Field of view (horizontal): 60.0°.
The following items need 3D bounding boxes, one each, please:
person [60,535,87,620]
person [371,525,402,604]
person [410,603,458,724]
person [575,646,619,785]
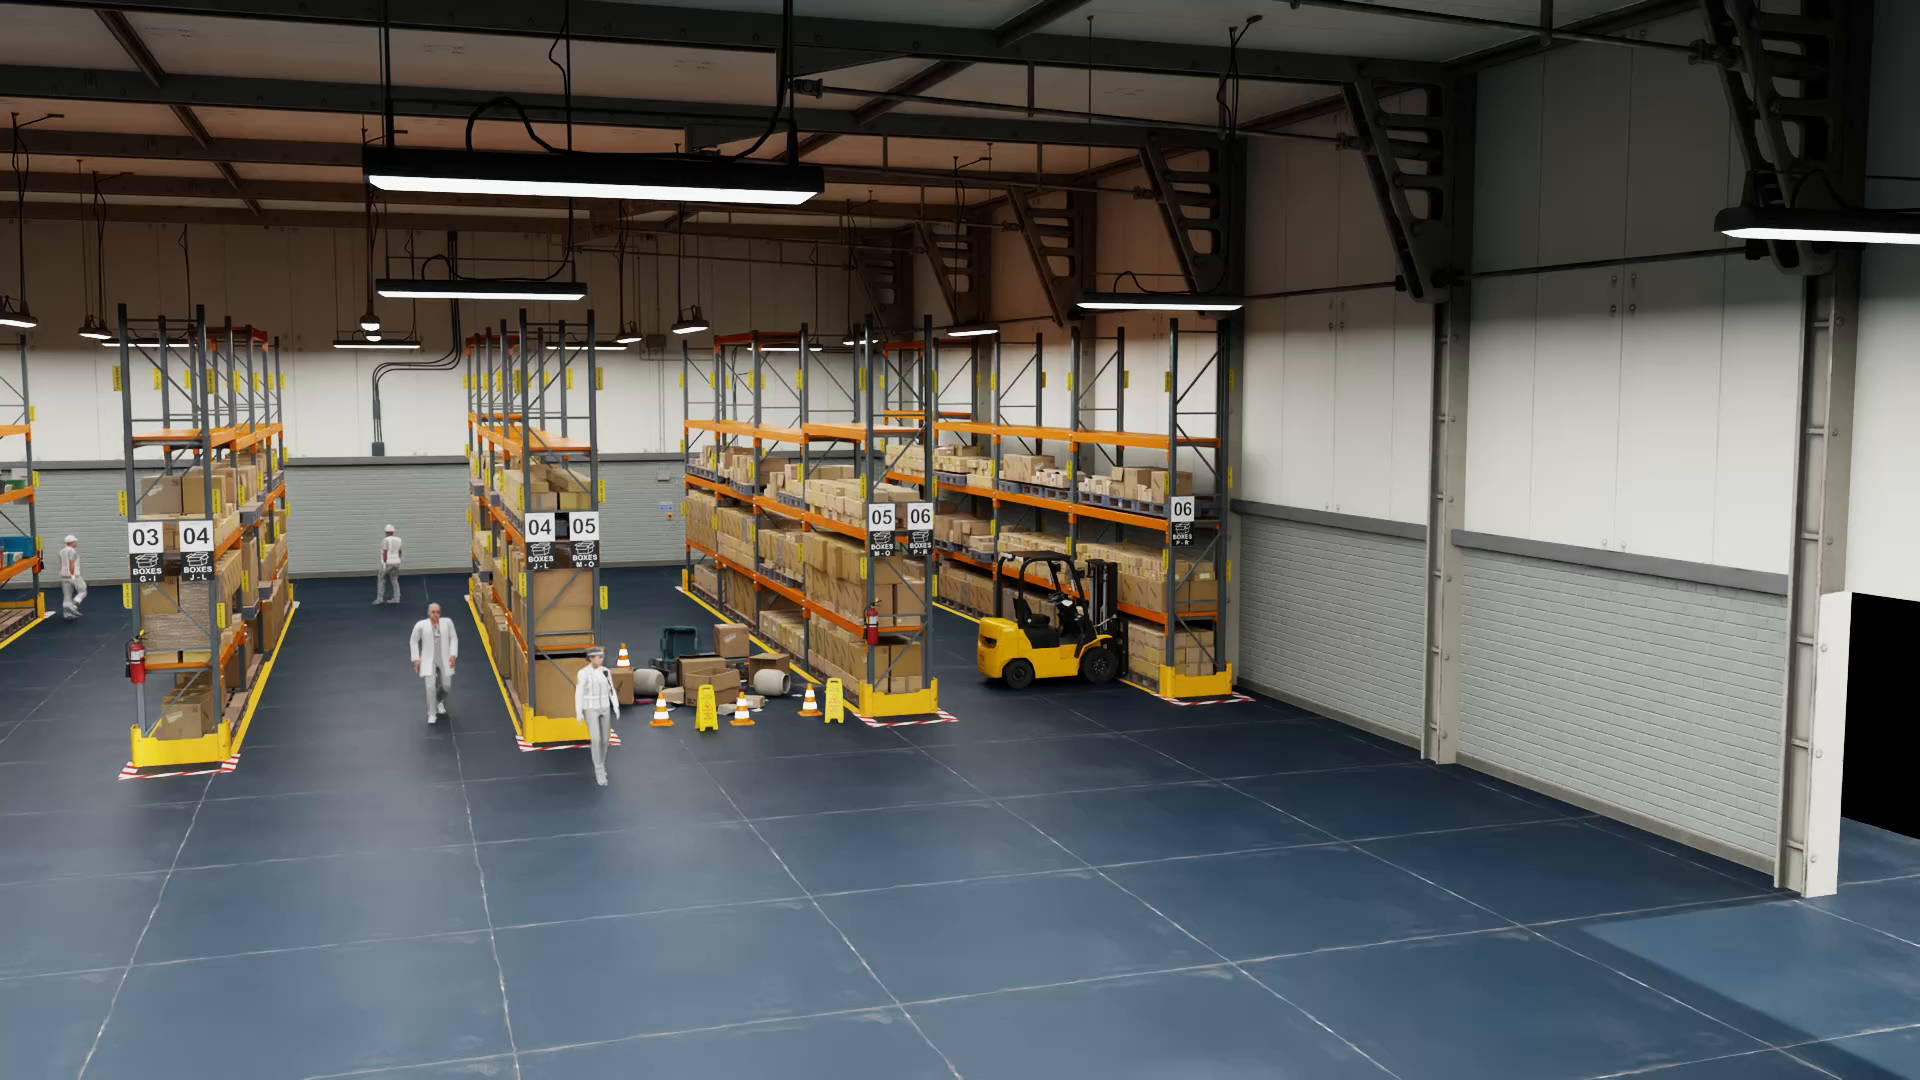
[{"bbox_3d":[-18.752,0.782,35.052,0.556,1.773,0.484,1,6,12],"label":"person"},{"bbox_3d":[-12.941,0.547,37.623,0.586,1.798,0.620,3,6,30],"label":"person"},{"bbox_3d":[-7.816,1.795,24.701,0.673,1.765,0.740,-3,6,-28],"label":"person"},{"bbox_3d":[-4.518,2.203,20.994,0.506,1.681,0.655,-5,7,-41],"label":"person"}]
